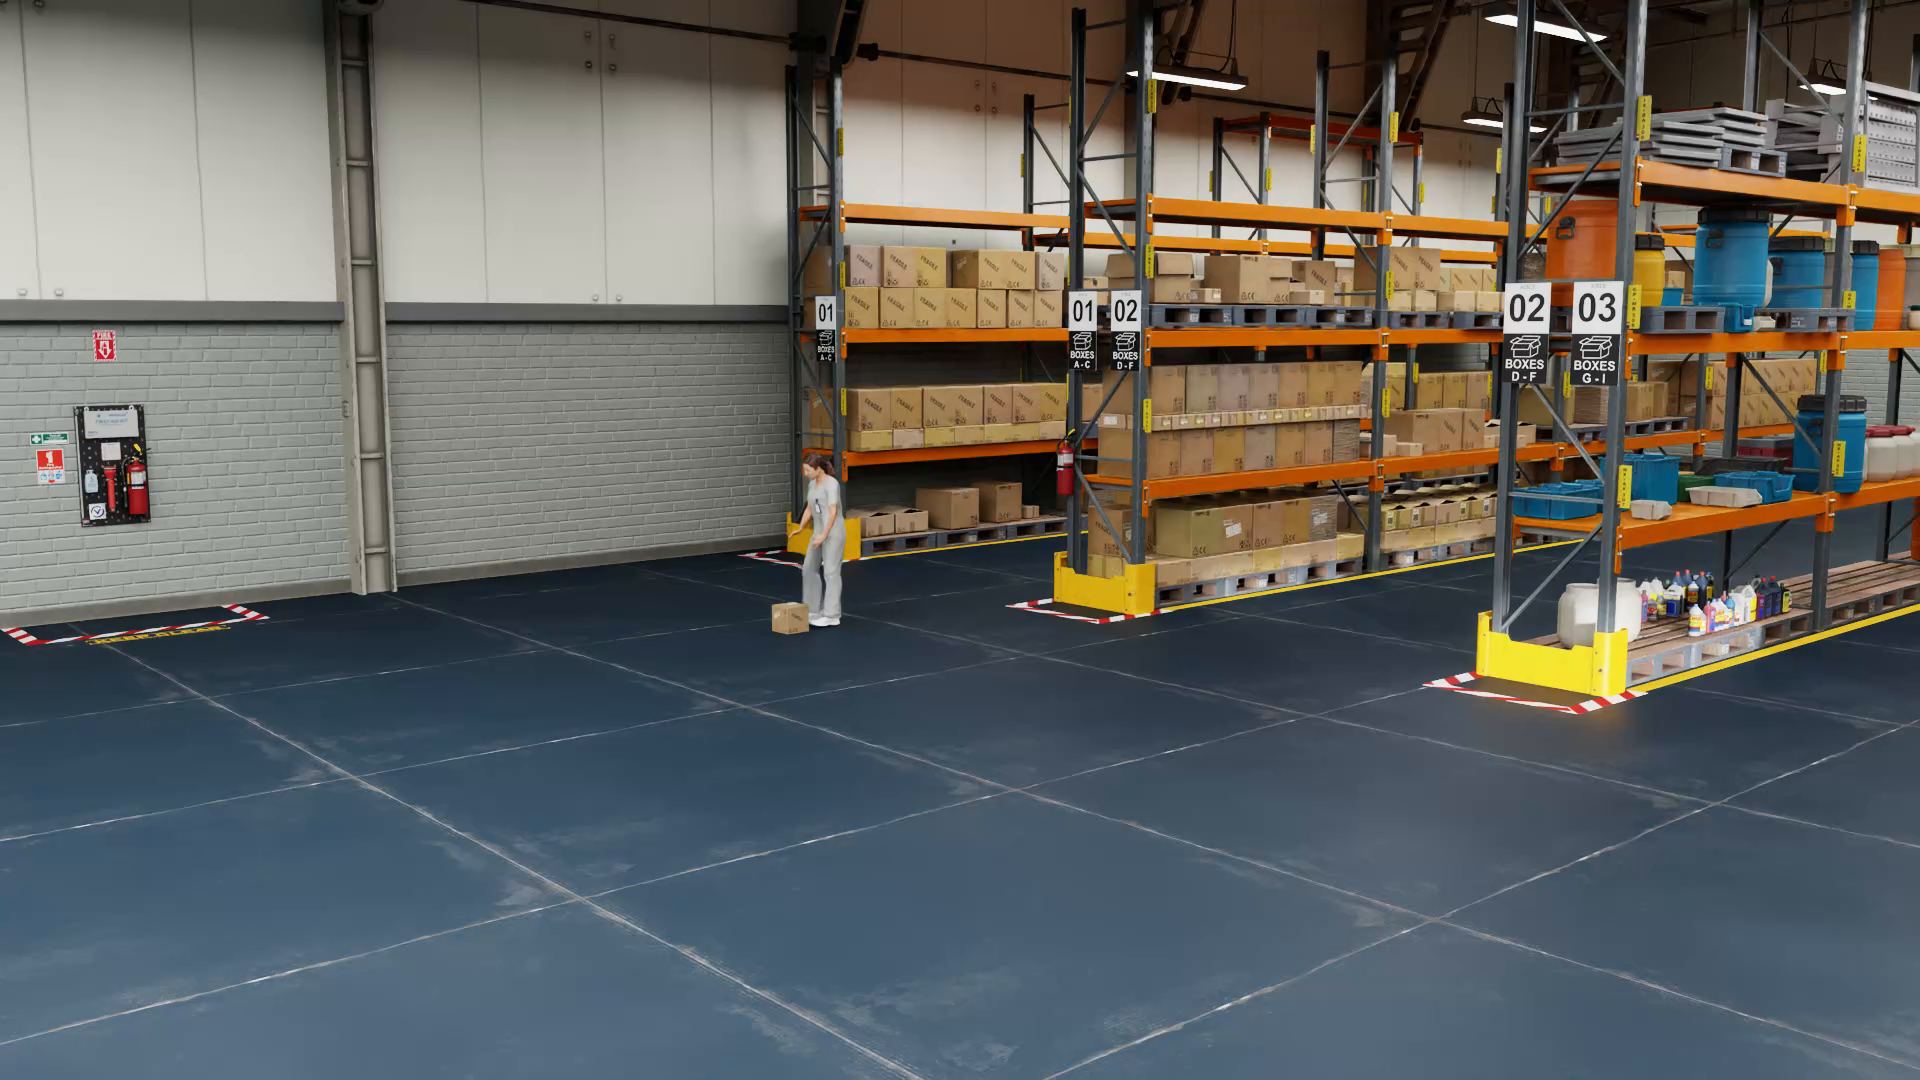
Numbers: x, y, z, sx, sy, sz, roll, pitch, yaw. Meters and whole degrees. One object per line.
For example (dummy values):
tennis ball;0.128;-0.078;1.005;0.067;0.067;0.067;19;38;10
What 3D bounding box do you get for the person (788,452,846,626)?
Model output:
person;-1.359;-0.002;15.832;0.496;1.694;0.503;-5;9;-35
